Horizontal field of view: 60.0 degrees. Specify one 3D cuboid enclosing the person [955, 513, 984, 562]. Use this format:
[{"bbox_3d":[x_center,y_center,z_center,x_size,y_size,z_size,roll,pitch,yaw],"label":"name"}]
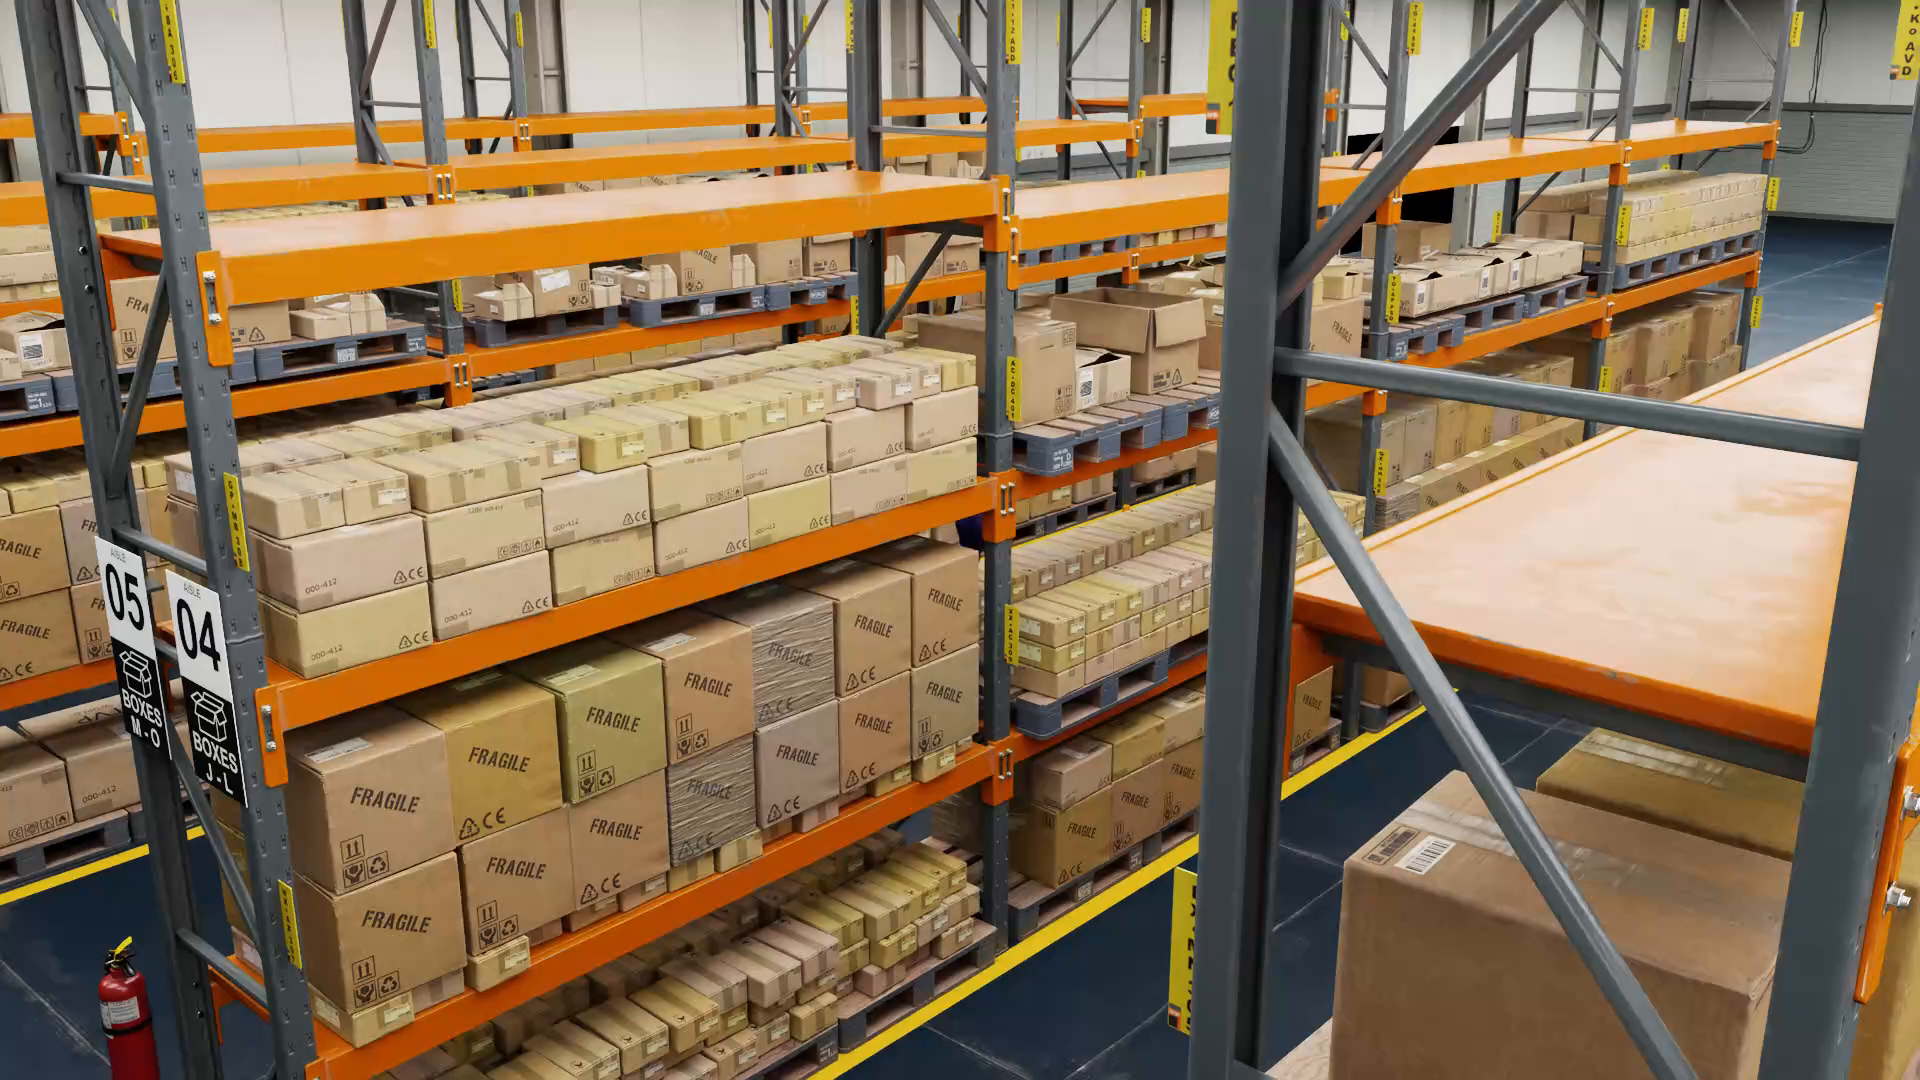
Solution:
[{"bbox_3d":[0.192,-0.164,14.770,0.565,1.651,0.370,12,21,34],"label":"person"}]
